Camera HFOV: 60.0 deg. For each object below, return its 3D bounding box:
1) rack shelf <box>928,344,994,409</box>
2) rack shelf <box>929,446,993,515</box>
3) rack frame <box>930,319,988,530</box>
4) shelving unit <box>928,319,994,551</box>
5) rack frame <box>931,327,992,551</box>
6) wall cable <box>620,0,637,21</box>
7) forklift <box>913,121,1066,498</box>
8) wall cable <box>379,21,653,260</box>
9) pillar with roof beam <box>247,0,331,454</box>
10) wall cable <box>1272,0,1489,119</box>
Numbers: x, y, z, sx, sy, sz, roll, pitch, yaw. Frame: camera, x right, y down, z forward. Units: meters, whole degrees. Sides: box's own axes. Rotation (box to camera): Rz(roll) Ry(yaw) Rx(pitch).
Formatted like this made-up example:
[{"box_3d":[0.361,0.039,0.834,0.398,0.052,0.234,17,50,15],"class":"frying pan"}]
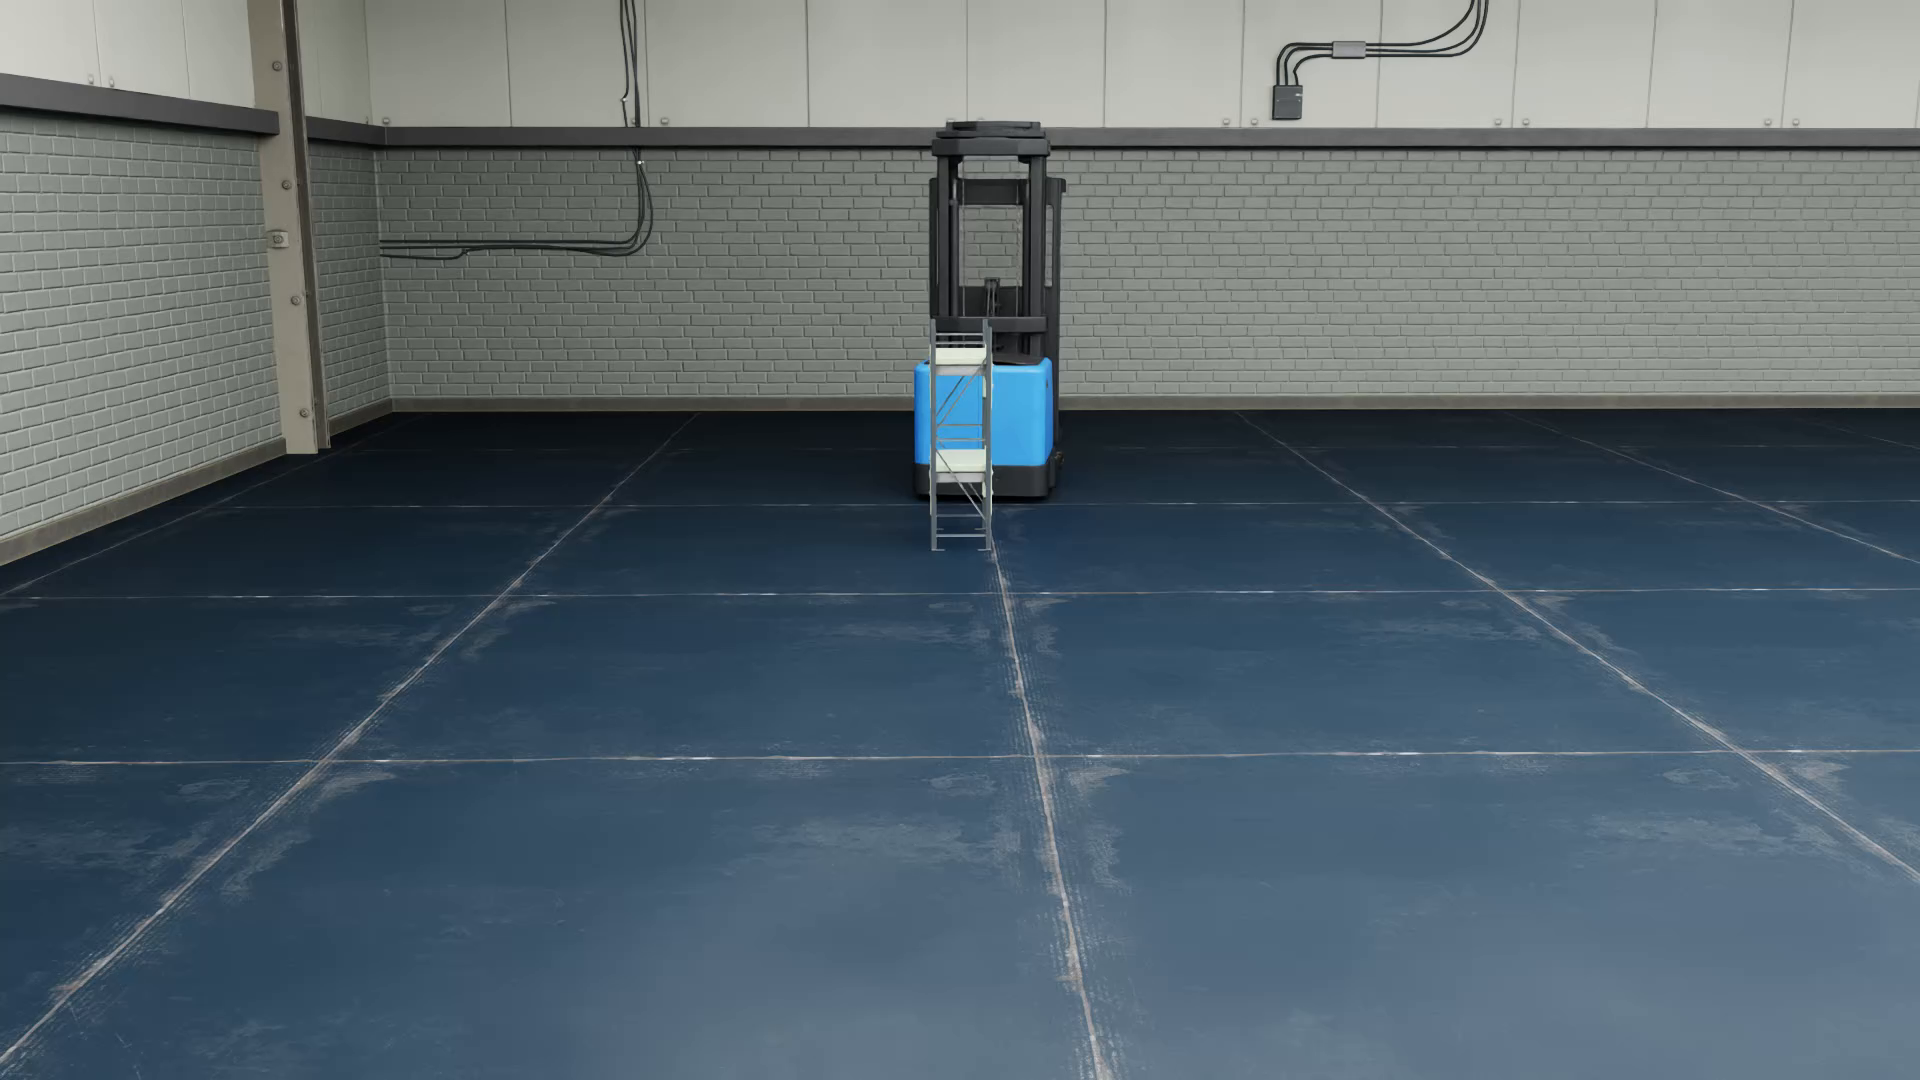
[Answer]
[{"box_3d":[0.000,-1.119,11.339,0.431,0.370,0.720,0,11,-1],"class":"rack shelf"},{"box_3d":[0.000,-0.417,11.481,0.431,0.370,0.720,0,11,-1],"class":"rack shelf"},{"box_3d":[-0.008,-0.809,11.775,0.400,1.500,0.023,0,11,-1],"class":"rack frame"},{"box_3d":[0.000,-0.736,11.417,0.431,1.500,0.755,0,11,-1],"class":"shelving unit"},{"box_3d":[0.007,-0.664,11.058,0.400,1.500,0.023,0,11,-1],"class":"rack frame"},{"box_3d":[-2.212,-6.813,17.614,3.097,2.526,0.112,0,11,-1],"class":"wall cable"},{"box_3d":[0.318,-2.009,14.090,1.130,2.935,3.031,1,12,7],"class":"forklift"},{"box_3d":[-4.916,-4.326,18.061,3.097,2.526,0.112,0,11,-1],"class":"wall cable"},{"box_3d":[-1.873,-5.275,14.926,9.100,9.000,0.400,0,11,-1],"class":"pillar with roof beam"},{"box_3d":[4.575,-7.551,17.591,2.305,6.003,0.169,0,11,-1],"class":"wall cable"}]
